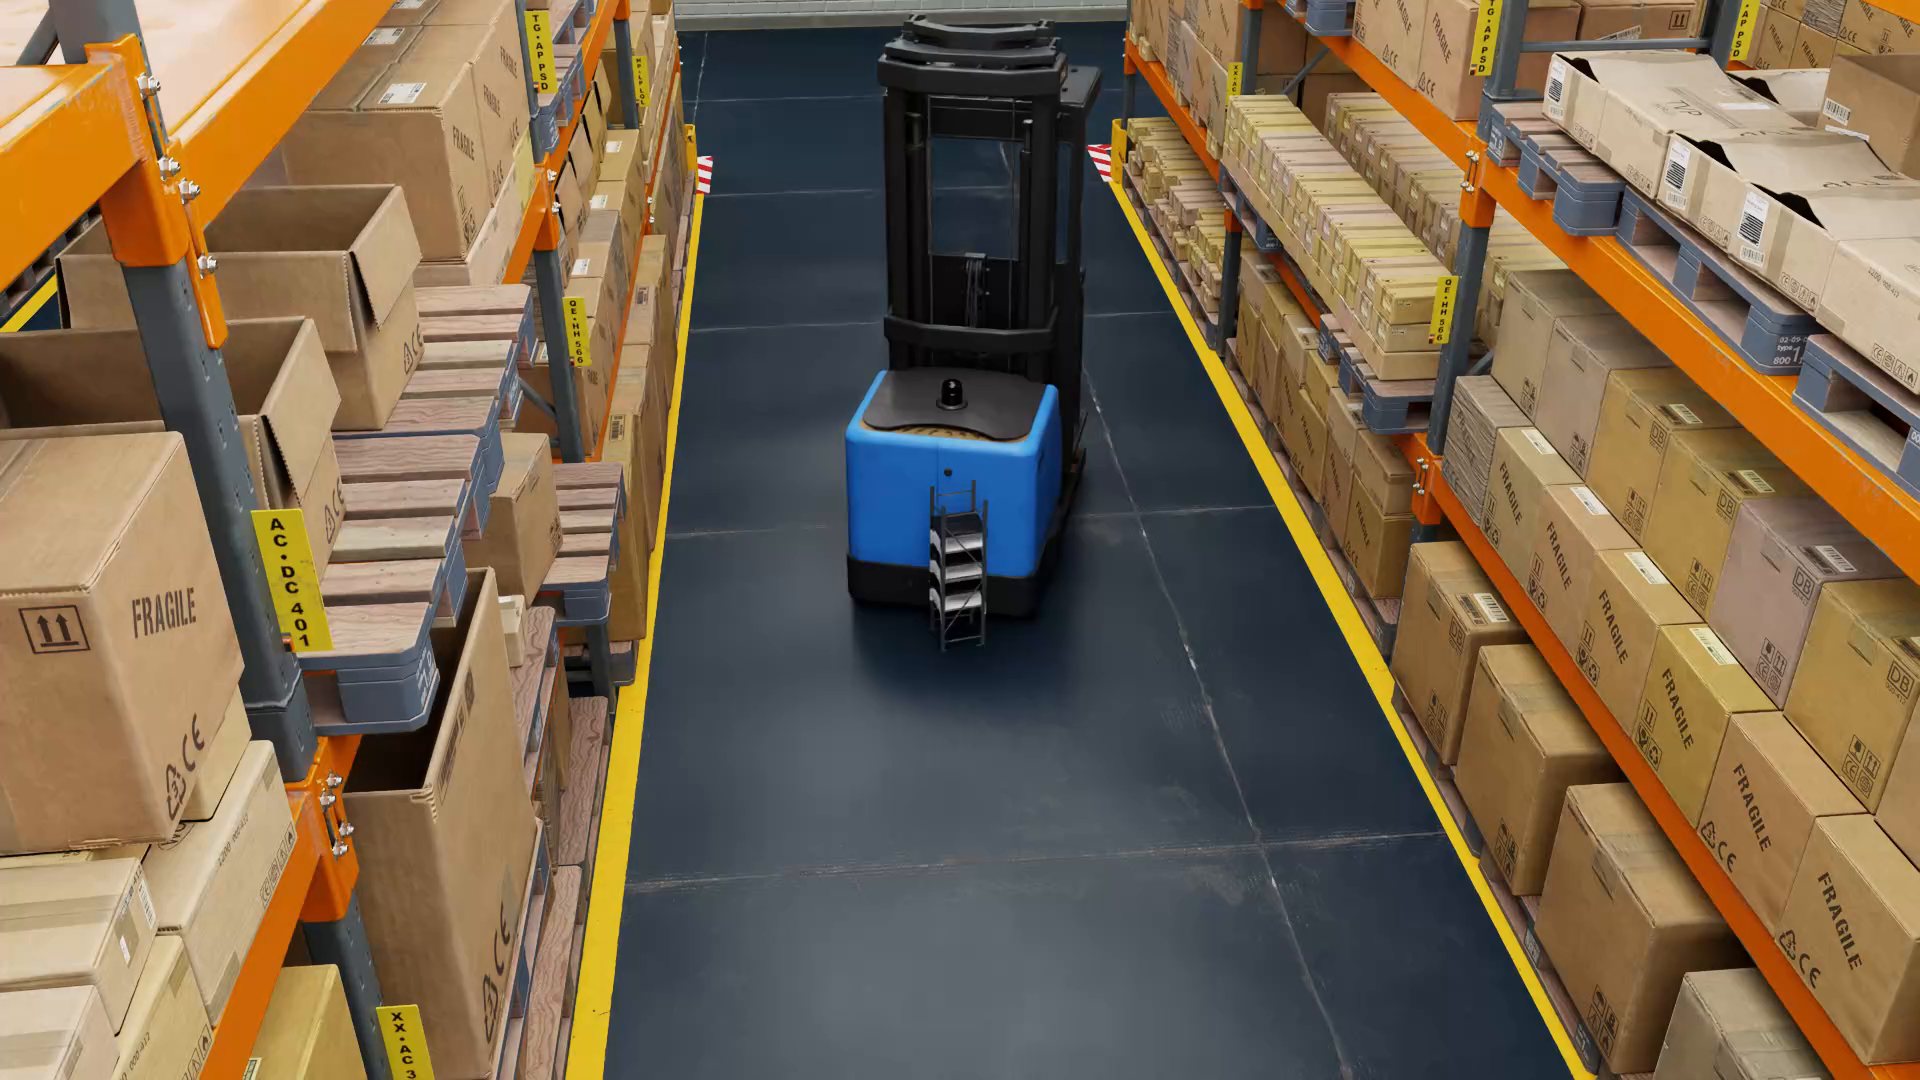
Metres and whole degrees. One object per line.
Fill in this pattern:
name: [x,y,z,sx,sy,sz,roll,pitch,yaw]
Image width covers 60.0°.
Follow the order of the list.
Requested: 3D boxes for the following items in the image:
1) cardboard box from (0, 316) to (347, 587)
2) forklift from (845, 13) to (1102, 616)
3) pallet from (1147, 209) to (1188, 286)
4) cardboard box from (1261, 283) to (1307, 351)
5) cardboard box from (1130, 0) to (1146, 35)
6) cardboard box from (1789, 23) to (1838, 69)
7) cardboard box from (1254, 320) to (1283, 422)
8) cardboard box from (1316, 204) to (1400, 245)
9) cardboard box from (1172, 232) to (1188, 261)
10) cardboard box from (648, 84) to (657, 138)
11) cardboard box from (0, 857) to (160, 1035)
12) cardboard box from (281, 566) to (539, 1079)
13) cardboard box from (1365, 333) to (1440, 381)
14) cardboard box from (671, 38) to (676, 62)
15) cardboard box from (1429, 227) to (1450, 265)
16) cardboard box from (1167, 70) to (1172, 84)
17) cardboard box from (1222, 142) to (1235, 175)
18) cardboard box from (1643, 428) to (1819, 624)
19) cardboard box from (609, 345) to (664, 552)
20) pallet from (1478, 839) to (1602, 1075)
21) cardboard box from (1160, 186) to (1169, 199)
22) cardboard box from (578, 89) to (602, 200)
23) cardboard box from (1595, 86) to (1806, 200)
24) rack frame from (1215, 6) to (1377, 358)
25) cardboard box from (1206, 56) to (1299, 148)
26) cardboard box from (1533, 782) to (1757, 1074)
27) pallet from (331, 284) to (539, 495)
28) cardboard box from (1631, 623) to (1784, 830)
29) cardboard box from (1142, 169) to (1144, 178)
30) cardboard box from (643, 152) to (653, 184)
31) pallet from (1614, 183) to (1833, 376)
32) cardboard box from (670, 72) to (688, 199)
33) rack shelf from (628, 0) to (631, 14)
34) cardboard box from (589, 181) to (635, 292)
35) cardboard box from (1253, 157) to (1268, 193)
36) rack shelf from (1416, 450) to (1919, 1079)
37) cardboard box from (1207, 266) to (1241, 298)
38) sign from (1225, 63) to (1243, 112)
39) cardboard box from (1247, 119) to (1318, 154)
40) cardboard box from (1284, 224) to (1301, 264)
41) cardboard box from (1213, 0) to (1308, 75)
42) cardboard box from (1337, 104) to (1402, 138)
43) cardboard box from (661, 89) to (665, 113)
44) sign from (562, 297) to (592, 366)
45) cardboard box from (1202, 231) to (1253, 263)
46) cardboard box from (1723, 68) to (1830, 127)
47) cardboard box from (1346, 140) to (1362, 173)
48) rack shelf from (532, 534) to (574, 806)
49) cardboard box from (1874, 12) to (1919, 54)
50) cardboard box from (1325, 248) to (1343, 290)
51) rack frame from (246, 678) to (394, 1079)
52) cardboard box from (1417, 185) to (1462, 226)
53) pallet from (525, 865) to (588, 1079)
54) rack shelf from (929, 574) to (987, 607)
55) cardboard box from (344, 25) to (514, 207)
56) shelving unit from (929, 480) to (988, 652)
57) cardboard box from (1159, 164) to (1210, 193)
cardboard box: [-1.794,-0.134,3.615,0.797,0.503,0.637,-4,31,-7]
forklift: [0.179,-1.593,9.559,1.130,2.935,3.031,6,31,10]
pallet: [2.136,-2.416,13.589,1.003,0.211,1.213,-3,31,-5]
cardboard box: [2.210,-1.415,10.491,0.500,0.250,0.500,-2,31,-3]
cardboard box: [1.745,-4.618,14.169,0.500,0.500,0.500,-1,31,-2]
cardboard box: [6.858,-3.722,12.960,0.500,0.500,0.500,-3,31,-5]
cardboard box: [2.208,-1.095,10.686,0.500,0.500,0.500,-1,31,-2]
cardboard box: [2.132,-1.683,8.898,0.380,0.149,0.250,-3,31,-5]
cardboard box: [1.879,-2.316,13.074,0.380,0.149,0.250,-3,31,-5]
cardboard box: [-2.421,-3.031,11.757,0.500,0.250,0.500,-3,31,-5]
cardboard box: [-1.487,0.645,2.578,0.380,0.149,0.250,-4,31,-7]
cardboard box: [-1.784,0.773,4.537,1.000,1.000,1.000,-3,31,-4]
cardboard box: [2.222,-0.908,8.180,0.380,0.149,0.250,-2,31,-4]
cardboard box: [-2.583,-4.097,13.930,0.380,0.149,0.250,-2,31,-4]
cardboard box: [2.778,-1.592,9.037,0.380,0.149,0.250,-3,31,-5]
cardboard box: [1.875,-3.740,13.332,0.380,0.149,0.250,-3,31,-6]
cardboard box: [1.930,-2.497,10.841,0.380,0.149,0.250,-4,31,-7]
cardboard box: [2.904,-0.067,5.865,0.700,0.500,0.500,-3,31,-5]
cardboard box: [-2.342,-0.496,9.319,1.225,0.875,0.875,-3,31,-4]
pallet: [2.835,1.619,6.834,1.003,0.211,1.213,-3,31,-5]
cardboard box: [1.887,-2.964,13.868,0.380,0.149,0.250,-4,31,-7]
cardboard box: [-2.476,-2.259,9.531,0.797,0.503,0.637,-2,31,-4]
cardboard box: [2.621,-1.416,5.910,0.500,0.250,0.500,-2,31,-3]
rack frame: [2.352,-2.648,11.258,1.000,3.000,0.127,-3,31,-5]
cardboard box: [2.025,-3.052,11.547,0.500,0.500,0.500,-3,31,-5]
cardboard box: [2.865,1.417,6.237,1.050,0.750,0.750,-3,31,-5]
pallet: [-1.900,-0.434,4.810,1.213,0.211,1.003,-3,31,-5]
cardboard box: [2.690,0.624,5.683,0.500,0.500,0.500,-2,31,-4]
cardboard box: [1.814,-3.234,14.610,0.380,0.149,0.250,-3,31,-5]
cardboard box: [-2.293,-2.521,11.290,0.380,0.149,0.250,-3,31,-4]
pallet: [2.946,-0.915,5.616,1.003,0.211,1.213,-1,31,-2]
cardboard box: [-2.830,-3.449,14.262,0.875,0.875,0.875,-3,31,-5]
rack shelf: [-2.783,-4.462,12.071,1.077,0.370,4.000,-3,31,-5]
cardboard box: [-2.185,-1.759,9.673,0.500,0.500,0.500,-3,31,-5]
cardboard box: [2.006,-2.228,10.101,0.380,0.149,0.250,-4,31,-7]
rack shelf: [2.912,0.725,6.314,1.077,0.370,4.000,-3,31,-5]
cardboard box: [2.006,-1.877,12.049,0.380,0.149,0.250,-2,31,-4]
sign: [1.812,-2.989,10.986,0.100,0.325,0.005,-3,31,-5]
cardboard box: [1.984,-2.479,10.231,0.380,0.149,0.250,-2,31,-4]
cardboard box: [2.078,-1.702,9.510,0.380,0.149,0.250,-4,31,-7]
cardboard box: [2.038,-3.475,11.280,0.500,0.500,0.500,-4,31,-6]
cardboard box: [2.609,-2.643,10.505,0.380,0.149,0.250,-4,31,-6]
cardboard box: [-2.440,-3.316,12.623,0.380,0.149,0.250,-4,31,-6]
sign: [-1.683,-0.913,7.302,0.100,0.325,0.005,-3,31,-5]
cardboard box: [1.996,-2.157,12.227,0.380,0.149,0.250,-2,31,-4]
cardboard box: [3.122,-1.559,6.090,0.500,0.311,0.500,-3,31,-5]
cardboard box: [2.631,-2.393,10.377,0.380,0.149,0.250,-1,31,-2]
rack shelf: [-2.036,0.911,6.002,1.077,0.370,4.000,-3,31,-5]
cardboard box: [6.951,-3.636,11.841,0.500,0.500,0.500,-3,31,-5]
cardboard box: [2.149,-1.434,8.772,0.380,0.149,0.250,-3,31,-4]
rack frame: [-1.849,1.623,4.108,1.000,3.000,0.127,-3,31,-5]
cardboard box: [2.751,-1.849,9.177,0.380,0.149,0.250,-2,31,-3]
pallet: [-2.040,1.798,6.534,1.003,0.211,1.213,-3,31,-5]
rack shelf: [-0.012,0.245,8.696,0.258,0.077,0.200,-9,34,-14]
cardboard box: [-1.870,-1.472,5.779,0.500,0.500,0.500,-3,31,-5]
shelving unit: [-0.011,0.141,8.630,0.258,0.900,0.210,-9,34,-14]
cardboard box: [1.831,-2.947,13.549,0.380,0.149,0.250,-2,31,-4]
